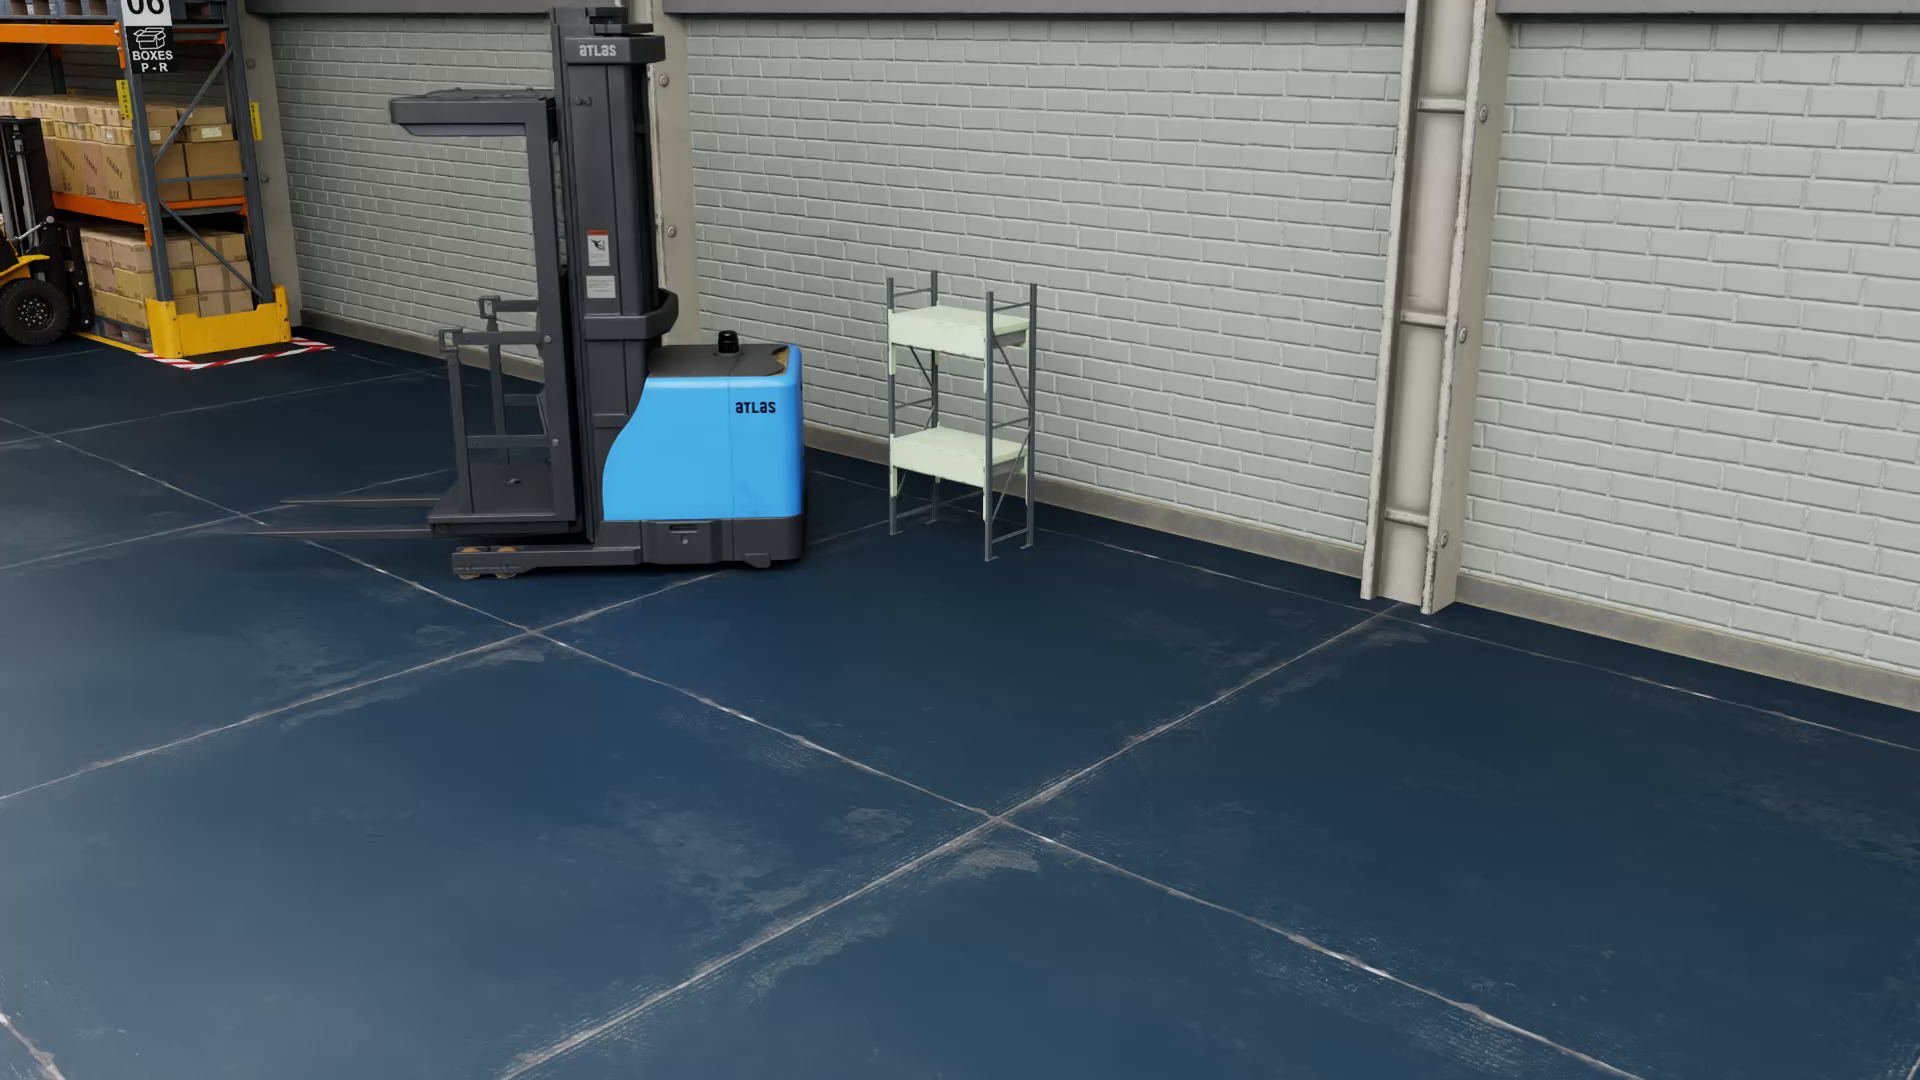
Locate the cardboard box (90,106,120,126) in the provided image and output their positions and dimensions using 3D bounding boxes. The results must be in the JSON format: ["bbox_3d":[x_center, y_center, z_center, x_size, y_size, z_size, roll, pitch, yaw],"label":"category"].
[{"bbox_3d":[-7.545,-3.803,14.907,0.250,0.149,0.380,16,23,40],"label":"cardboard box"}]

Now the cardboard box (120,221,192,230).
[{"bbox_3d":[-7.696,-2.899,15.986,0.500,0.250,0.500,15,23,39],"label":"cardboard box"}]

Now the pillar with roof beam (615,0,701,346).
[{"bbox_3d":[-5.011,-4.216,8.019,0.400,9.000,9.100,15,23,39],"label":"pillar with roof beam"}]

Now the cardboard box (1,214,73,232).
[{"bbox_3d":[-9.181,-3.088,16.580,0.500,0.250,0.500,15,23,39],"label":"cardboard box"}]

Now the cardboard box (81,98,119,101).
[{"bbox_3d":[-8.335,-4.233,16.261,0.250,0.149,0.380,15,23,39],"label":"cardboard box"}]

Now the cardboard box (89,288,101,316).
[{"bbox_3d":[-8.014,-2.308,15.777,0.500,0.250,0.500,15,23,40],"label":"cardboard box"}]

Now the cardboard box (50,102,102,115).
[{"bbox_3d":[-8.278,-4.021,15.593,0.250,0.149,0.380,15,23,40],"label":"cardboard box"}]

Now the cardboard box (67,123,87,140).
[{"bbox_3d":[-7.937,-3.760,15.264,0.250,0.149,0.380,14,22,38],"label":"cardboard box"}]

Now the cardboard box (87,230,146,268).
[{"bbox_3d":[-7.656,-2.681,15.298,0.500,0.250,0.500,16,23,40],"label":"cardboard box"}]

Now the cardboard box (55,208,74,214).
[{"bbox_3d":[-9.214,-3.306,17.267,0.500,0.250,0.500,16,23,40],"label":"cardboard box"}]

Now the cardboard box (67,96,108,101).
[{"bbox_3d":[-8.675,-4.351,16.635,0.250,0.149,0.380,14,23,38],"label":"cardboard box"}]

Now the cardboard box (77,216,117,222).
[{"bbox_3d":[-8.456,-3.103,16.628,0.500,0.250,0.500,15,23,40],"label":"cardboard box"}]

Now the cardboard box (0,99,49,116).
[{"bbox_3d":[-9.092,-4.206,16.176,0.250,0.149,0.380,16,23,40],"label":"cardboard box"}]

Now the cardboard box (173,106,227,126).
[{"bbox_3d":[-6.828,-3.806,14.915,0.250,0.149,0.380,14,23,38],"label":"cardboard box"}]

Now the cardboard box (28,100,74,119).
[{"bbox_3d":[-8.653,-4.121,15.909,0.250,0.149,0.380,15,23,39],"label":"cardboard box"}]

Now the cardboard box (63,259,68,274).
[{"bbox_3d":[-8.430,-2.649,16.026,0.500,0.250,0.500,15,23,39],"label":"cardboard box"}]

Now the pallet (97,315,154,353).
[{"bbox_3d":[-7.318,-2.006,15.584,1.213,0.211,1.003,15,23,39],"label":"pallet"}]

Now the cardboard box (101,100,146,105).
[{"bbox_3d":[-7.966,-4.123,15.914,0.250,0.149,0.380,15,23,40],"label":"cardboard box"}]

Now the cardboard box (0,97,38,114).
[{"bbox_3d":[-9.402,-4.334,16.579,0.250,0.149,0.380,15,23,40],"label":"cardboard box"}]

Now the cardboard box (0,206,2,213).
[{"bbox_3d":[-10.683,-3.323,18.354,0.625,0.625,0.875,15,23,39],"label":"cardboard box"}]

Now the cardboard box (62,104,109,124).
[{"bbox_3d":[-7.951,-3.897,15.203,0.250,0.149,0.380,16,23,41],"label":"cardboard box"}]

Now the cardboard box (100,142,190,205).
[{"bbox_3d":[-7.261,-3.278,14.818,0.500,0.500,0.500,14,23,38],"label":"cardboard box"}]

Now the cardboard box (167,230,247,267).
[{"bbox_3d":[-6.953,-2.697,15.349,0.500,0.250,0.500,15,23,38],"label":"cardboard box"}]

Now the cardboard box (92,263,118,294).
[{"bbox_3d":[-7.658,-2.449,15.395,0.500,0.250,0.500,15,23,39],"label":"cardboard box"}]

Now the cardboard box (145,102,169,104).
[{"bbox_3d":[-7.597,-4.016,15.578,0.250,0.149,0.380,16,24,41],"label":"cardboard box"}]

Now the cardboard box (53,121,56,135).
[{"bbox_3d":[-8.267,-3.877,15.631,0.250,0.149,0.380,15,23,39],"label":"cardboard box"}]

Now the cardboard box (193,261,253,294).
[{"bbox_3d":[-6.933,-2.461,15.431,0.500,0.250,0.500,16,23,40],"label":"cardboard box"}]

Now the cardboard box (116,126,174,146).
[{"bbox_3d":[-7.164,-3.554,14.615,0.250,0.149,0.380,15,23,40],"label":"cardboard box"}]

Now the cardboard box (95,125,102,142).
[{"bbox_3d":[-7.528,-3.665,14.963,0.250,0.149,0.380,16,23,40],"label":"cardboard box"}]

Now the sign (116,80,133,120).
[{"bbox_3d":[-7.089,-3.736,14.120,0.005,0.325,0.100,15,23,39],"label":"sign"}]

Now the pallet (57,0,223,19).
[{"bbox_3d":[-7.230,-4.727,14.734,1.213,0.211,1.003,15,23,39],"label":"pallet"}]

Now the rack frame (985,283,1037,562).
[{"bbox_3d":[0.279,-0.640,9.149,0.023,1.500,0.400,15,23,39],"label":"rack frame"}]

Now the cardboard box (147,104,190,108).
[{"bbox_3d":[-7.208,-3.916,15.262,0.250,0.149,0.380,16,23,40],"label":"cardboard box"}]

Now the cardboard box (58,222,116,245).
[{"bbox_3d":[-8.414,-2.883,15.936,0.500,0.250,0.500,14,23,38],"label":"cardboard box"}]

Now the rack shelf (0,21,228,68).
[{"bbox_3d":[-8.215,-4.680,15.629,4.000,0.370,1.077,15,23,39],"label":"rack shelf"}]

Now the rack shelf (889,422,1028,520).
[{"bbox_3d":[0.005,-0.403,9.479,0.720,0.370,0.431,15,23,39],"label":"rack shelf"}]

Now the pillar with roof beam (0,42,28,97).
[{"bbox_3d":[-13.986,-6.625,15.611,0.400,9.000,9.100,15,23,39],"label":"pillar with roof beam"}]

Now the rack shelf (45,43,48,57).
[{"bbox_3d":[-11.206,-5.483,18.160,4.000,0.370,1.077,15,23,39],"label":"rack shelf"}]

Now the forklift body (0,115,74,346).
[{"bbox_3d":[-9.348,-2.755,14.736,1.214,2.155,2.313,15,23,39],"label":"forklift body"}]

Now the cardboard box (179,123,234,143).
[{"bbox_3d":[-6.800,-3.675,14.995,0.250,0.149,0.380,14,23,38],"label":"cardboard box"}]

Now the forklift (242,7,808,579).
[{"bbox_3d":[-2.392,-1.350,9.021,3.031,2.935,1.130,-1,18,-4],"label":"forklift"}]

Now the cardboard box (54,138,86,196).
[{"bbox_3d":[-8.026,-3.487,15.476,0.500,0.500,0.500,14,23,38],"label":"cardboard box"}]

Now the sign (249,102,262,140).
[{"bbox_3d":[-6.346,-3.766,14.958,0.005,0.325,0.100,15,23,39],"label":"sign"}]

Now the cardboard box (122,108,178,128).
[{"bbox_3d":[-7.127,-3.714,14.627,0.250,0.149,0.380,15,23,39],"label":"cardboard box"}]

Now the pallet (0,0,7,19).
[{"bbox_3d":[-9.055,-5.217,16.278,1.213,0.211,1.003,15,23,39],"label":"pallet"}]

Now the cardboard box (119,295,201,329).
[{"bbox_3d":[-7.280,-2.104,15.133,0.500,0.250,0.500,15,23,40],"label":"cardboard box"}]

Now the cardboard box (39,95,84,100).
[{"bbox_3d":[-9.111,-4.438,16.906,0.250,0.149,0.380,14,23,38],"label":"cardboard box"}]

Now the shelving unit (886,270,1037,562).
[{"bbox_3d":[0.005,-0.714,9.381,0.755,1.500,0.431,15,23,39],"label":"shelving unit"}]

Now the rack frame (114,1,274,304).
[{"bbox_3d":[-6.719,-3.191,14.709,0.127,3.000,1.000,15,23,39],"label":"rack frame"}]
